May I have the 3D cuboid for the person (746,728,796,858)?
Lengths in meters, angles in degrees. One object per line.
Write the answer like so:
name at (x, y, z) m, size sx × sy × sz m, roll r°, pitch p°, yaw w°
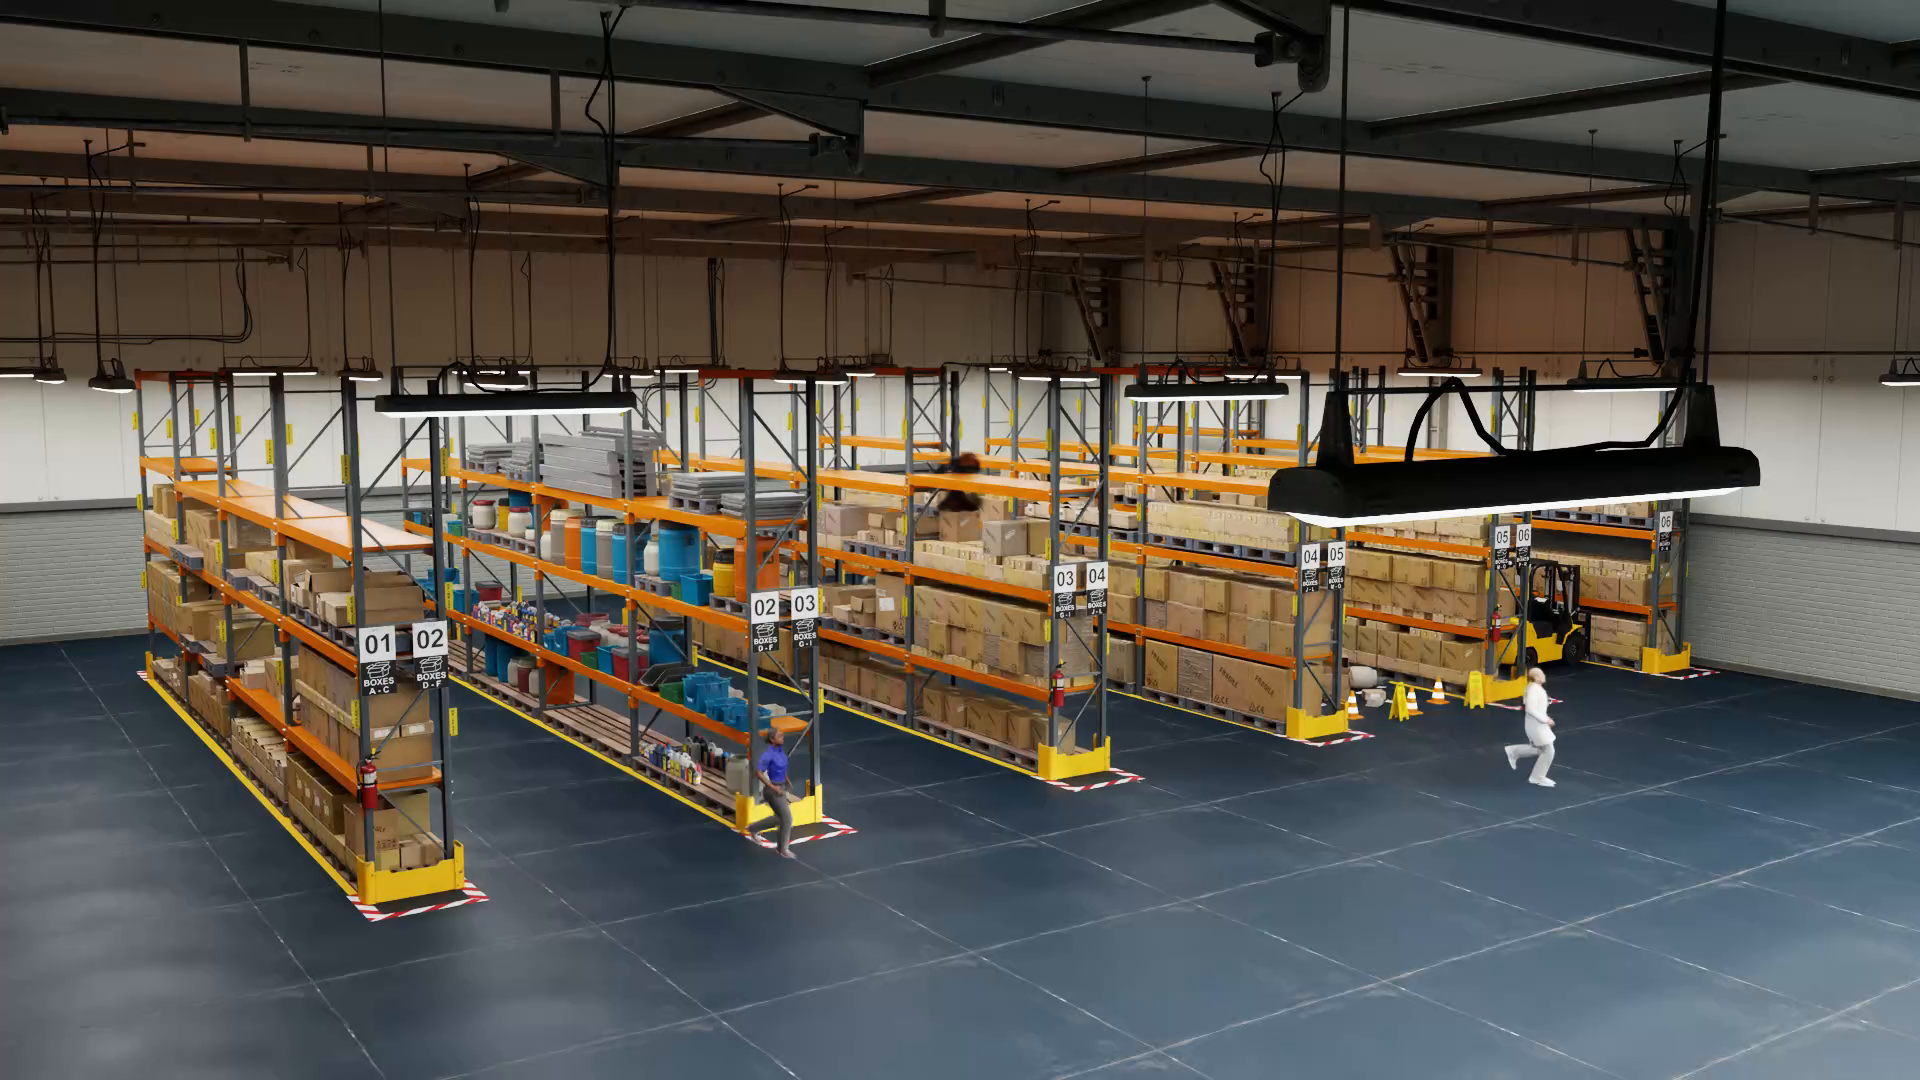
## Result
person at (-2.389, 3.180, 20.992) m, size 0.699 × 1.645 × 0.614 m, roll 1°, pitch 7°, yaw 12°

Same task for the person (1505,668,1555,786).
person at (8.393, 2.732, 24.413) m, size 0.713 × 1.733 × 0.700 m, roll 1°, pitch 7°, yaw 12°

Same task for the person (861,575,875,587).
person at (-2.247, 0.758, 41.878) m, size 0.643 × 1.732 × 0.685 m, roll 2°, pitch 7°, yaw 13°
